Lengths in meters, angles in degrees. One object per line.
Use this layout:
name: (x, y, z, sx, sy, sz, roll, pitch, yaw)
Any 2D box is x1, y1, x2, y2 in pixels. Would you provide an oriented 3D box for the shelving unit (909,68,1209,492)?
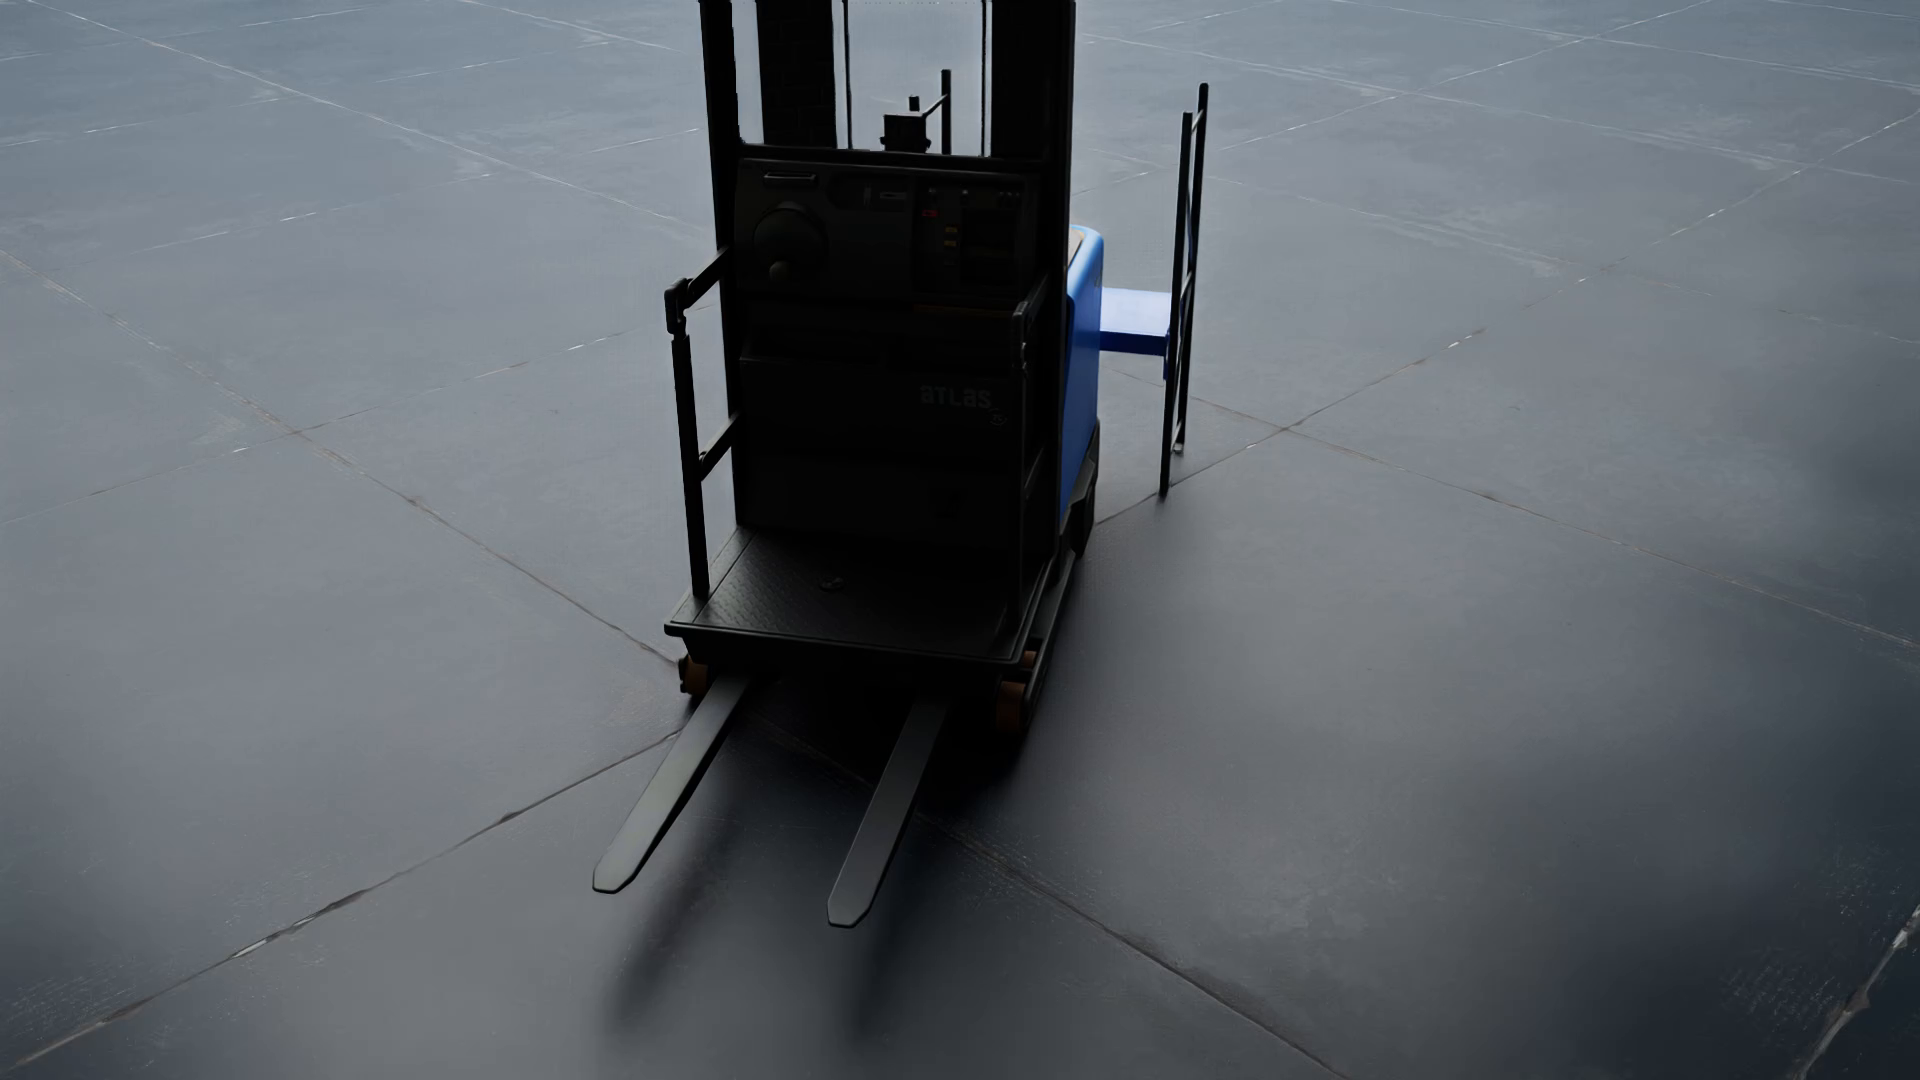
shelving unit: (0.381, -1.031, 6.598, 1.048, 1.500, 0.538, 7, 29, 13)

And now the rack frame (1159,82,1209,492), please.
rack frame: (0.873, -0.970, 6.484, 0.032, 1.500, 0.500, 7, 29, 13)

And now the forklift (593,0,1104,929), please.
forklift: (-0.266, -0.889, 4.792, 1.130, 2.935, 3.031, 6, 28, 11)

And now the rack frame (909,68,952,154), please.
rack frame: (-0.111, -1.091, 6.713, 0.032, 1.500, 0.500, 7, 29, 13)

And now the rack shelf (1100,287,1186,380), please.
rack shelf: (0.381, -0.871, 6.682, 1.000, 0.185, 0.538, 7, 29, 13)
